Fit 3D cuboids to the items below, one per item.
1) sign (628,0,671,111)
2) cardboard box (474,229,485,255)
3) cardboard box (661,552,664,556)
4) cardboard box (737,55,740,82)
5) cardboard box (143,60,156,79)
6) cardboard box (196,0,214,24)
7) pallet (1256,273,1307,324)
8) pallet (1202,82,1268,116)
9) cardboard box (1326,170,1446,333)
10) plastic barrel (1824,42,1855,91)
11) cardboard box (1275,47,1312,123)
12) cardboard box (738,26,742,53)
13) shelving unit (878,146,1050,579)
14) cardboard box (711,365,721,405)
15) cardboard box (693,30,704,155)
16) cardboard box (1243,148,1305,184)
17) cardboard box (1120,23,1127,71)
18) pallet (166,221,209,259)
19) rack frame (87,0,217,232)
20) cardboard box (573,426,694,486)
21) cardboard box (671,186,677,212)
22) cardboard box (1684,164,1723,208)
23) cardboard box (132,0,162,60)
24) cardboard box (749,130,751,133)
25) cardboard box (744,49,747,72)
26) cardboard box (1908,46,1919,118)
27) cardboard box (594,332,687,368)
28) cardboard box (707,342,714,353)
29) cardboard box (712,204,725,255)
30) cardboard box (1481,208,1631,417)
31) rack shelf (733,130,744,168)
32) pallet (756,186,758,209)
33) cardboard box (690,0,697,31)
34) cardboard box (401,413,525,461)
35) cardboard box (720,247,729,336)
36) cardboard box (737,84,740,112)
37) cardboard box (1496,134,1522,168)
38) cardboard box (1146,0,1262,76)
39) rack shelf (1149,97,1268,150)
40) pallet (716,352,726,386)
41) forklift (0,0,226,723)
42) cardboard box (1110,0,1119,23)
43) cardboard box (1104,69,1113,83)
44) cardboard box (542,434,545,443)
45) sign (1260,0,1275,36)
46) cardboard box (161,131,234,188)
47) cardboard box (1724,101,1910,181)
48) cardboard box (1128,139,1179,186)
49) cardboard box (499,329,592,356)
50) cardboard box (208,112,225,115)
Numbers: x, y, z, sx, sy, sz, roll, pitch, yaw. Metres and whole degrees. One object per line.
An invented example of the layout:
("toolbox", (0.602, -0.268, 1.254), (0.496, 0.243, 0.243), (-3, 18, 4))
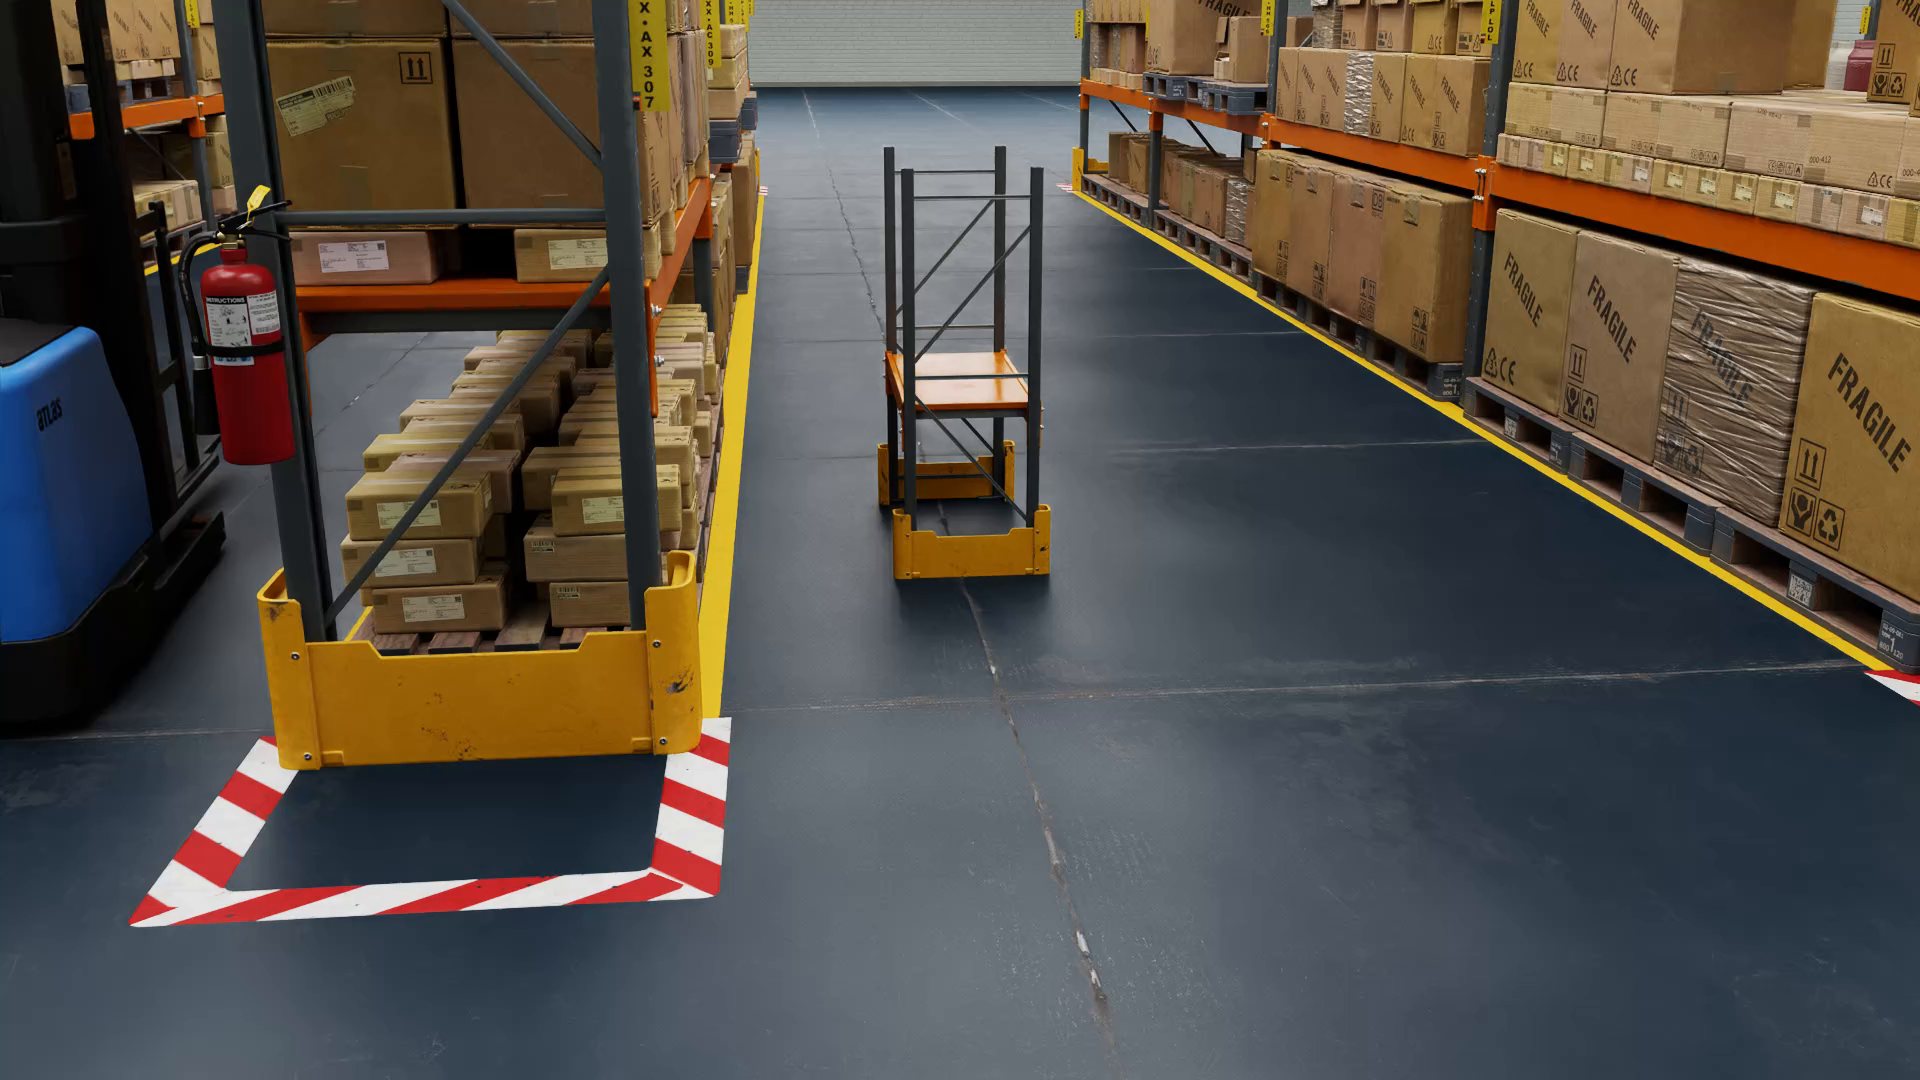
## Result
("sign", (-0.799, -1.264, 4.249), (0.100, 0.325, 0.005), (-2, 18, -6))
("cardboard box", (-1.682, -0.952, 5.121), (0.380, 0.149, 0.250), (-2, 18, -6))
("cardboard box", (-1.215, 0.011, 5.694), (0.380, 0.149, 0.250), (-2, 17, -5))
("cardboard box", (-1.417, -2.611, 9.208), (0.380, 0.149, 0.250), (-3, 18, -8))
("cardboard box", (-7.090, -4.007, 14.151), (0.380, 0.149, 0.250), (-2, 18, -7))
("cardboard box", (-7.319, -5.031, 15.360), (0.700, 0.500, 0.500), (-2, 18, -6))
("pallet", (2.787, -1.773, 11.972), (1.003, 0.211, 1.213), (-2, 18, -6))
("pallet", (2.601, -3.458, 13.004), (1.213, 0.211, 1.003), (-2, 18, -6))
("cardboard box", (3.014, -1.792, 10.222), (1.225, 0.875, 0.875), (-2, 18, -8))
("plastic barrel", (7.389, -3.847, 13.735), (0.421, 0.512, 0.421), (0, 17, 0))
("cardboard box", (2.560, -3.235, 11.807), (0.500, 0.500, 0.500), (-1, 17, -4))
("cardboard box", (-1.468, -2.907, 9.653), (0.380, 0.149, 0.250), (-1, 17, -4))
("shelving unit", (-0.008, -0.738, 6.525), (0.587, 1.500, 1.083), (-2, 18, -6))
("cardboard box", (-1.372, -0.760, 8.147), (0.380, 0.149, 0.250), (-2, 17, -5))
("cardboard box", (-1.368, -1.925, 7.138), (0.500, 0.500, 0.500), (-2, 18, -7))
("cardboard box", (2.617, -3.072, 13.641), (0.500, 0.250, 0.500), (0, 17, 1))
("cardboard box", (2.204, -5.304, 17.900), (0.875, 0.500, 0.500), (-2, 18, -6))
("pallet", (-7.407, -2.664, 14.809), (1.003, 0.211, 1.213), (-2, 18, -6))
("rack frame", (-7.489, -4.226, 15.130), (1.000, 3.000, 0.127), (-2, 18, -6))
("cardboard box", (-1.101, -0.282, 5.633), (0.380, 0.149, 0.250), (-2, 18, -6))
("cardboard box", (-1.257, -1.284, 6.178), (0.380, 0.149, 0.250), (-1, 17, -4))
("cardboard box", (3.084, -1.389, 6.511), (0.380, 0.149, 0.250), (-1, 17, -5))
("cardboard box", (-7.161, -4.338, 14.122), (0.500, 0.500, 0.500), (-2, 18, -5))
("cardboard box", (-2.853, -4.587, 19.128), (0.875, 0.875, 0.875), (-2, 18, -5))
("cardboard box", (-1.601, -3.149, 10.921), (0.380, 0.149, 0.250), (-1, 17, -4))
("cardboard box", (3.294, -1.522, 5.020), (0.500, 0.500, 0.500), (-2, 17, -5))
("cardboard box", (-1.407, -0.823, 7.356), (0.380, 0.149, 0.250), (-1, 17, -4))
("cardboard box", (-1.362, -0.843, 7.918), (0.380, 0.149, 0.250), (-3, 18, -8))
("cardboard box", (-1.622, -1.778, 9.553), (0.500, 0.250, 0.500), (-1, 17, -4))
("cardboard box", (3.182, -1.136, 8.135), (0.875, 0.875, 0.875), (-2, 18, -6))
("rack shelf", (-2.370, -3.470, 13.923), (1.077, 0.370, 4.000), (-2, 18, -6))
("pallet", (-2.706, -3.672, 18.021), (1.003, 0.211, 1.213), (-2, 18, -6))
("cardboard box", (-1.375, -2.407, 7.003), (0.500, 0.500, 0.500), (-2, 18, -7))
("cardboard box", (-1.730, -0.337, 5.807), (0.380, 0.149, 0.250), (-2, 18, -8))
("cardboard box", (-1.620, -1.419, 9.662), (0.500, 0.500, 0.500), (-1, 17, -3))
("cardboard box", (-1.390, -2.395, 9.015), (0.380, 0.149, 0.250), (-2, 18, -5))
("cardboard box", (2.893, -1.930, 8.238), (0.380, 0.149, 0.250), (-2, 18, -6))
("cardboard box", (2.311, -4.778, 15.185), (1.000, 1.000, 1.000), (-2, 18, -5))
("rack shelf", (2.574, -3.593, 14.315), (1.077, 0.370, 4.000), (-2, 18, -6))
("pallet", (-1.833, -0.927, 9.278), (1.003, 0.211, 1.213), (-2, 18, -6))
("forklift", (-3.367, -1.230, 5.700), (1.130, 2.935, 3.031), (-4, 18, -11))
("cardboard box", (1.896, -5.771, 17.720), (0.500, 0.500, 0.500), (-2, 18, -6))
("cardboard box", (1.830, -5.213, 18.694), (0.380, 0.149, 0.250), (-2, 18, -6))
("cardboard box", (-1.862, -0.431, 6.605), (0.380, 0.149, 0.250), (-2, 18, -5))
("sign", (2.242, -3.836, 12.086), (0.100, 0.325, 0.005), (-2, 18, -6))
("cardboard box", (-7.281, -3.656, 15.953), (0.500, 0.500, 0.500), (-1, 17, -3))
("cardboard box", (3.187, -1.466, 6.094), (0.500, 0.250, 0.500), (-2, 18, -8))
("cardboard box", (2.145, -4.181, 18.459), (0.500, 0.500, 0.500), (0, 17, 0))
("cardboard box", (-1.877, -0.883, 7.547), (0.380, 0.149, 0.250), (-2, 18, -6))
("cardboard box", (-7.290, -4.158, 16.468), (0.380, 0.149, 0.250), (-1, 17, -4))
